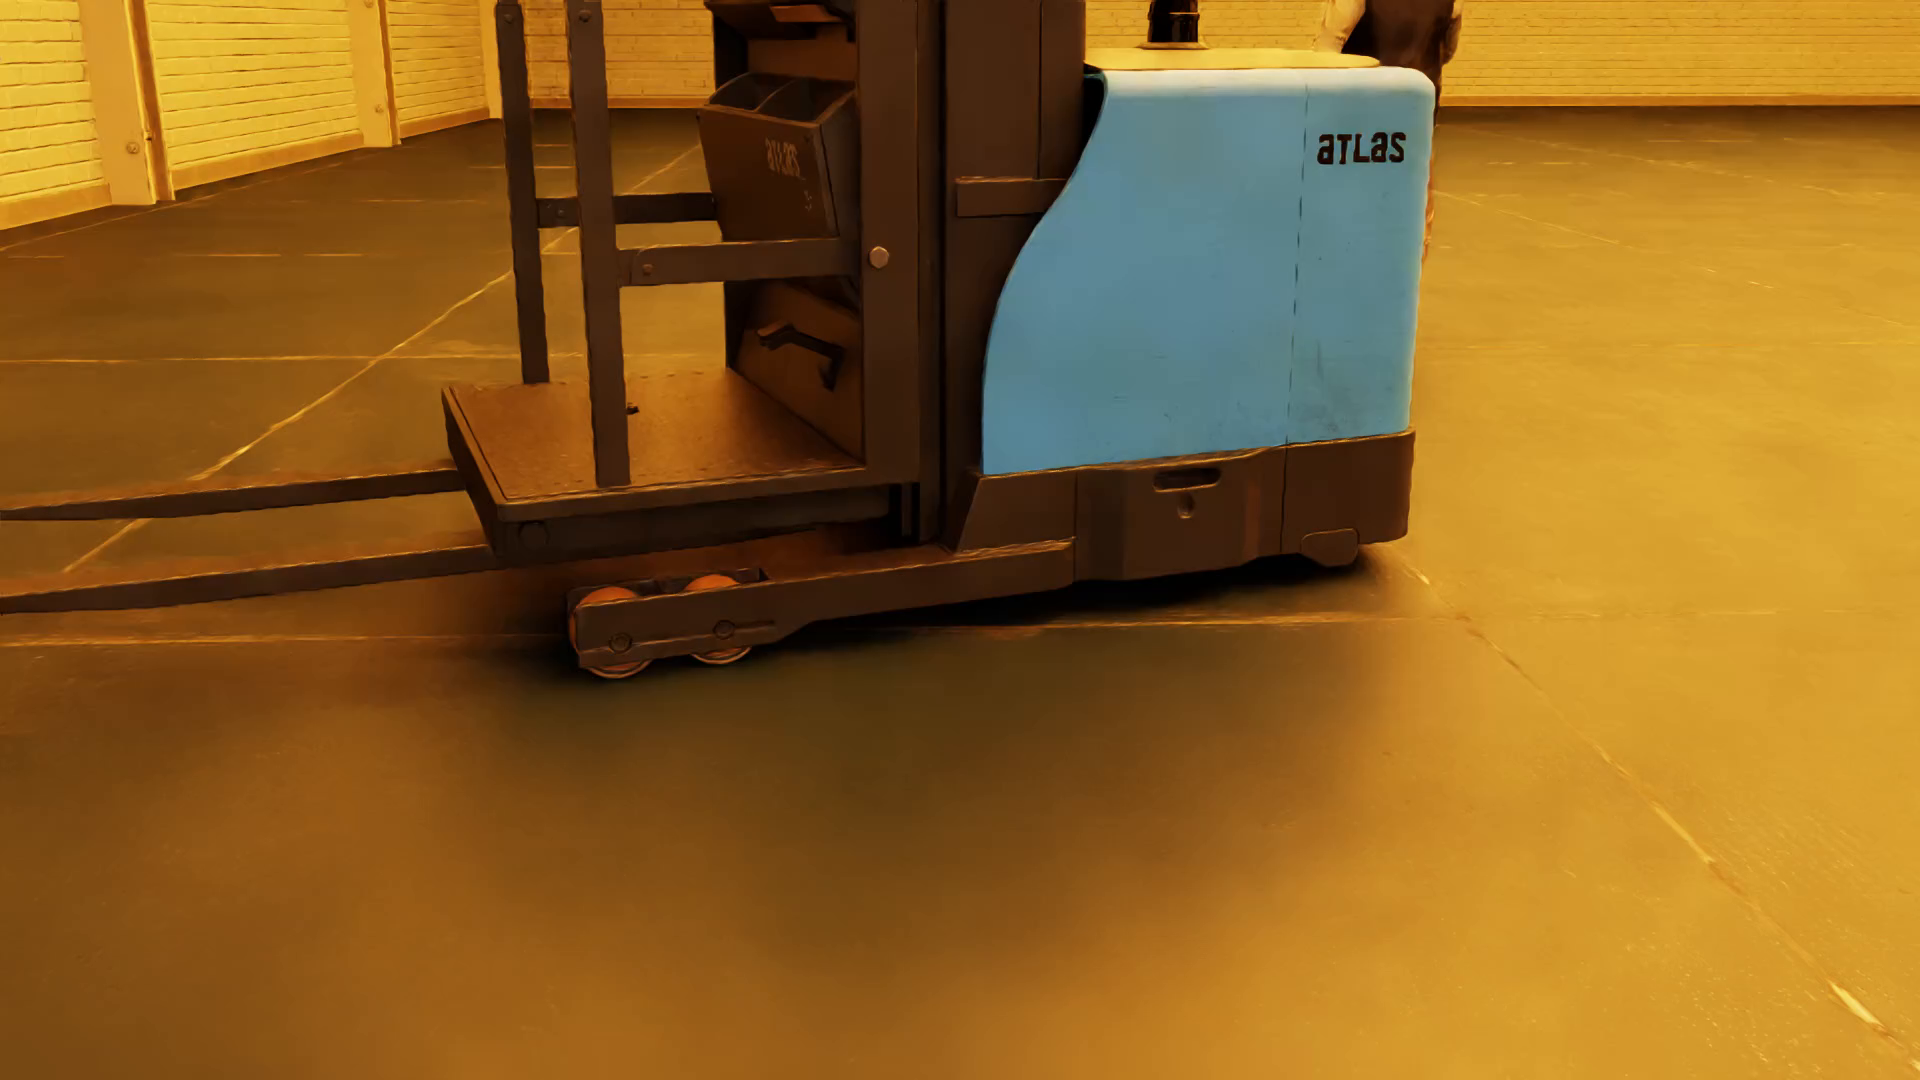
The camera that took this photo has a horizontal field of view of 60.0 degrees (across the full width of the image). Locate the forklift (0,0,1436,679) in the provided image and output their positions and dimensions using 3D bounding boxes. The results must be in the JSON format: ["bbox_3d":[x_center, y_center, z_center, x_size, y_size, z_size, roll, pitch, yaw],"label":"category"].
[{"bbox_3d":[-0.564,-1.320,3.222,3.031,2.935,1.130,-7,18,-21],"label":"forklift"}]

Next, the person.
[{"bbox_3d":[1.588,-1.571,6.320,0.560,1.640,0.902,4,17,12],"label":"person"}]
